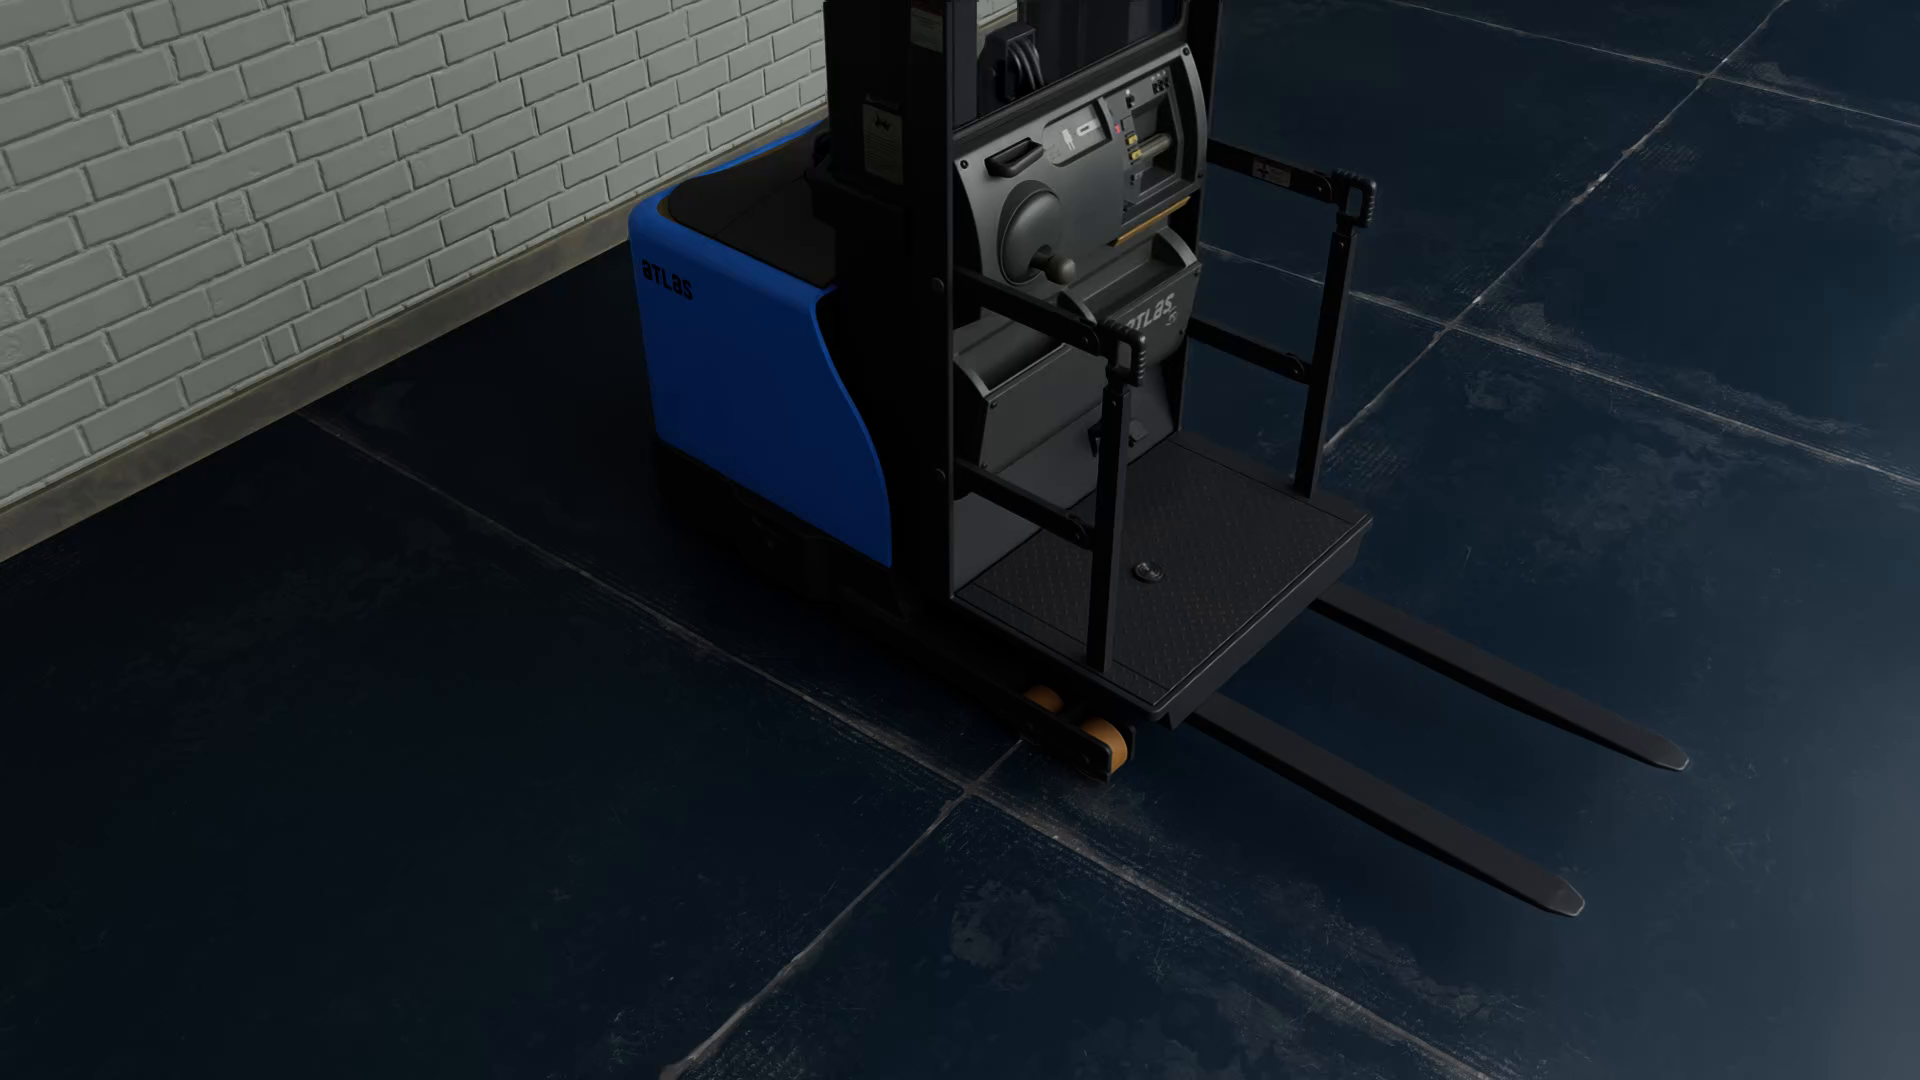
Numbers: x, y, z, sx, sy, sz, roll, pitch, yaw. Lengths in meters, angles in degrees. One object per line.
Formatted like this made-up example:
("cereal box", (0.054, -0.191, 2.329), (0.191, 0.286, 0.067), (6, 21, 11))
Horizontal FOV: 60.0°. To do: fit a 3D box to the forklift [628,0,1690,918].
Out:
("forklift", (0.478, -0.885, 4.003), (3.031, 2.935, 1.130), (28, 46, 31))
